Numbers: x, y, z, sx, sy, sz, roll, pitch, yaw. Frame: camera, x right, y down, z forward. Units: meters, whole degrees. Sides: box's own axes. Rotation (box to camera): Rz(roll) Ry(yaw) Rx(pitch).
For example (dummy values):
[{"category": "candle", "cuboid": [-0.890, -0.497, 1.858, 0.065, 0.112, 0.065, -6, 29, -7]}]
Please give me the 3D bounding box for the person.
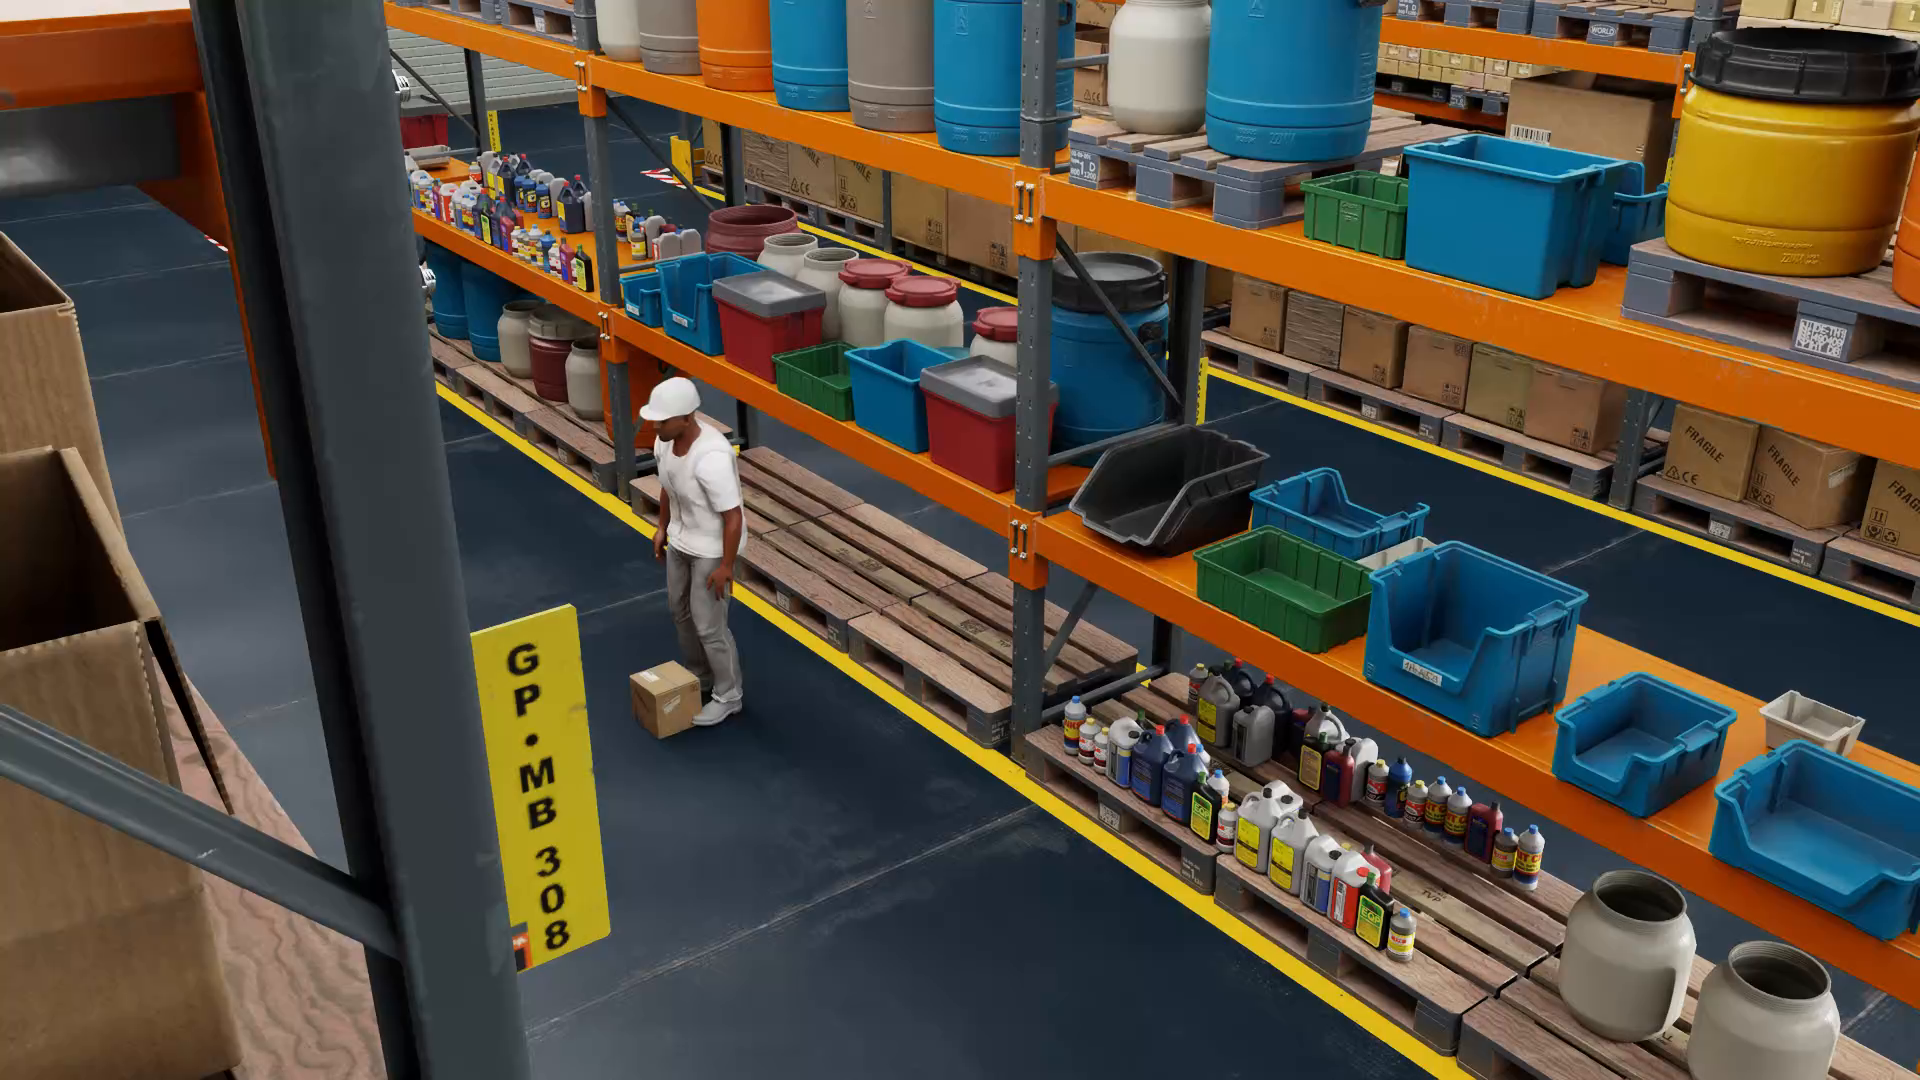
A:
[{"category": "person", "cuboid": [-1.275, 0.040, 7.997, 0.462, 1.760, 0.635, -19, 31, -35]}]
